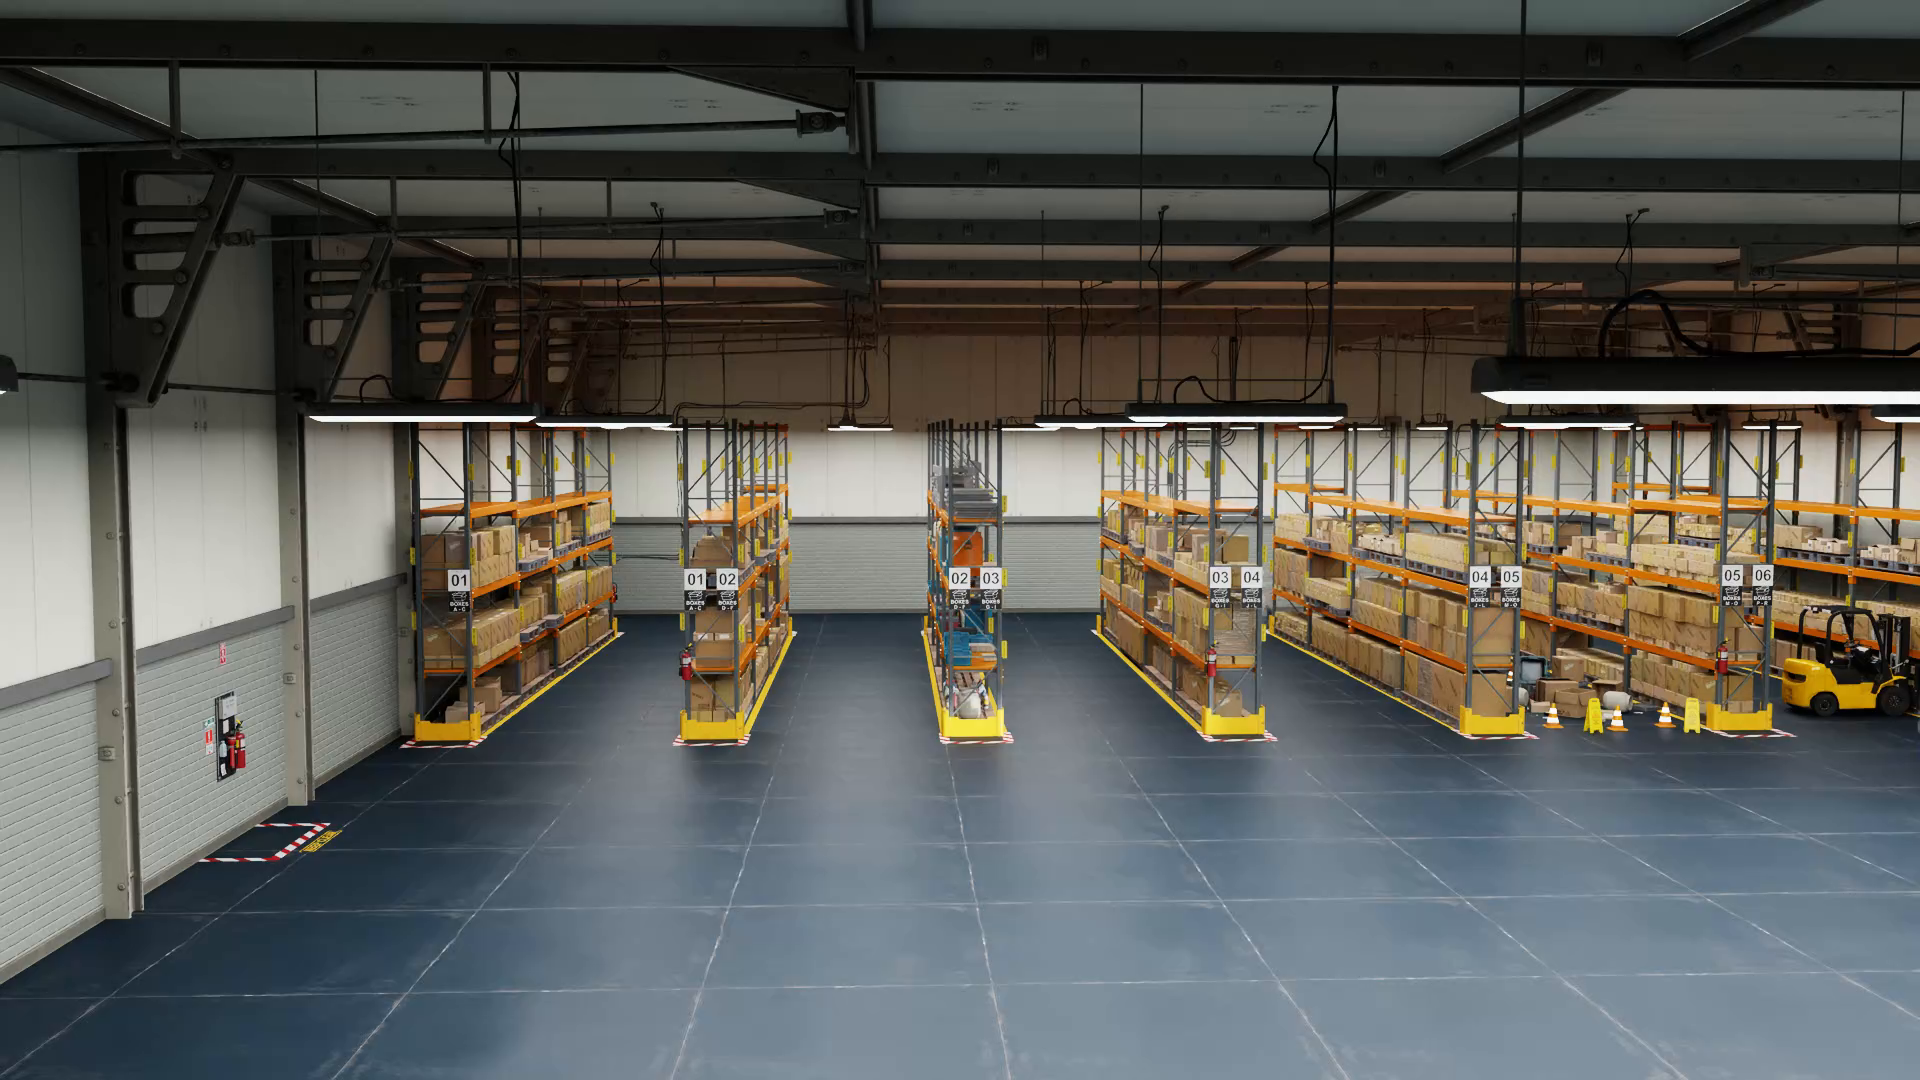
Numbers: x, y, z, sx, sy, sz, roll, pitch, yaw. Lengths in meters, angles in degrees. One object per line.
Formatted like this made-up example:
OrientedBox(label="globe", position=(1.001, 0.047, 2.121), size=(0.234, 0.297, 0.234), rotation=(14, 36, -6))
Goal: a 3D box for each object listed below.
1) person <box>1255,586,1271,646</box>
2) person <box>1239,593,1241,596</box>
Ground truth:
OrientedBox(label="person", position=(7.924, 2.034, 44.050), size=(0.631, 1.789, 0.704), rotation=(0, 4, 1))
OrientedBox(label="person", position=(7.709, 1.789, 47.881), size=(0.717, 1.770, 0.656), rotation=(3, 5, 37))
